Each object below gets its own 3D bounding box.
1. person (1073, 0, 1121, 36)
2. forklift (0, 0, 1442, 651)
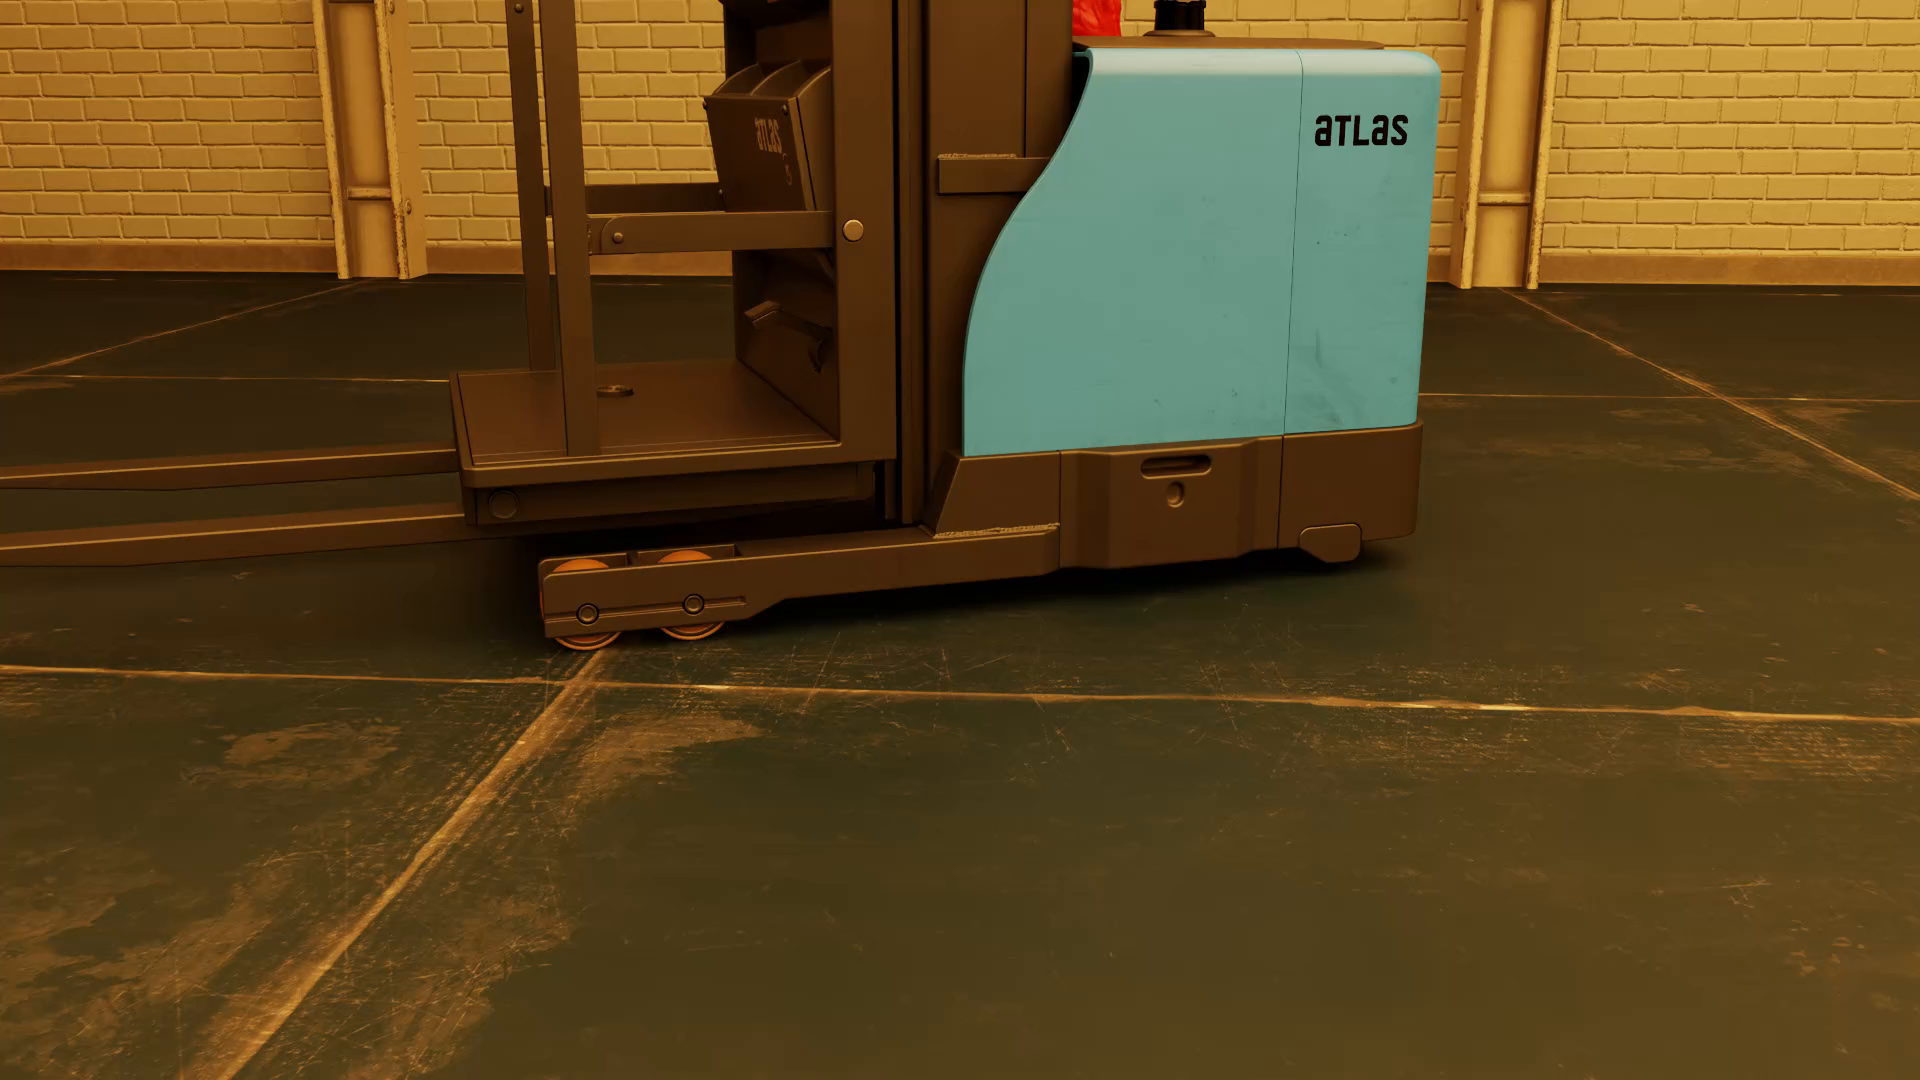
[{"bbox_3d":[0.496,-1.370,5.532,0.551,1.727,0.641,5,16,19],"label":"person"},{"bbox_3d":[-0.580,-1.366,3.251,3.031,2.935,1.130,-5,16,-17],"label":"forklift"}]
